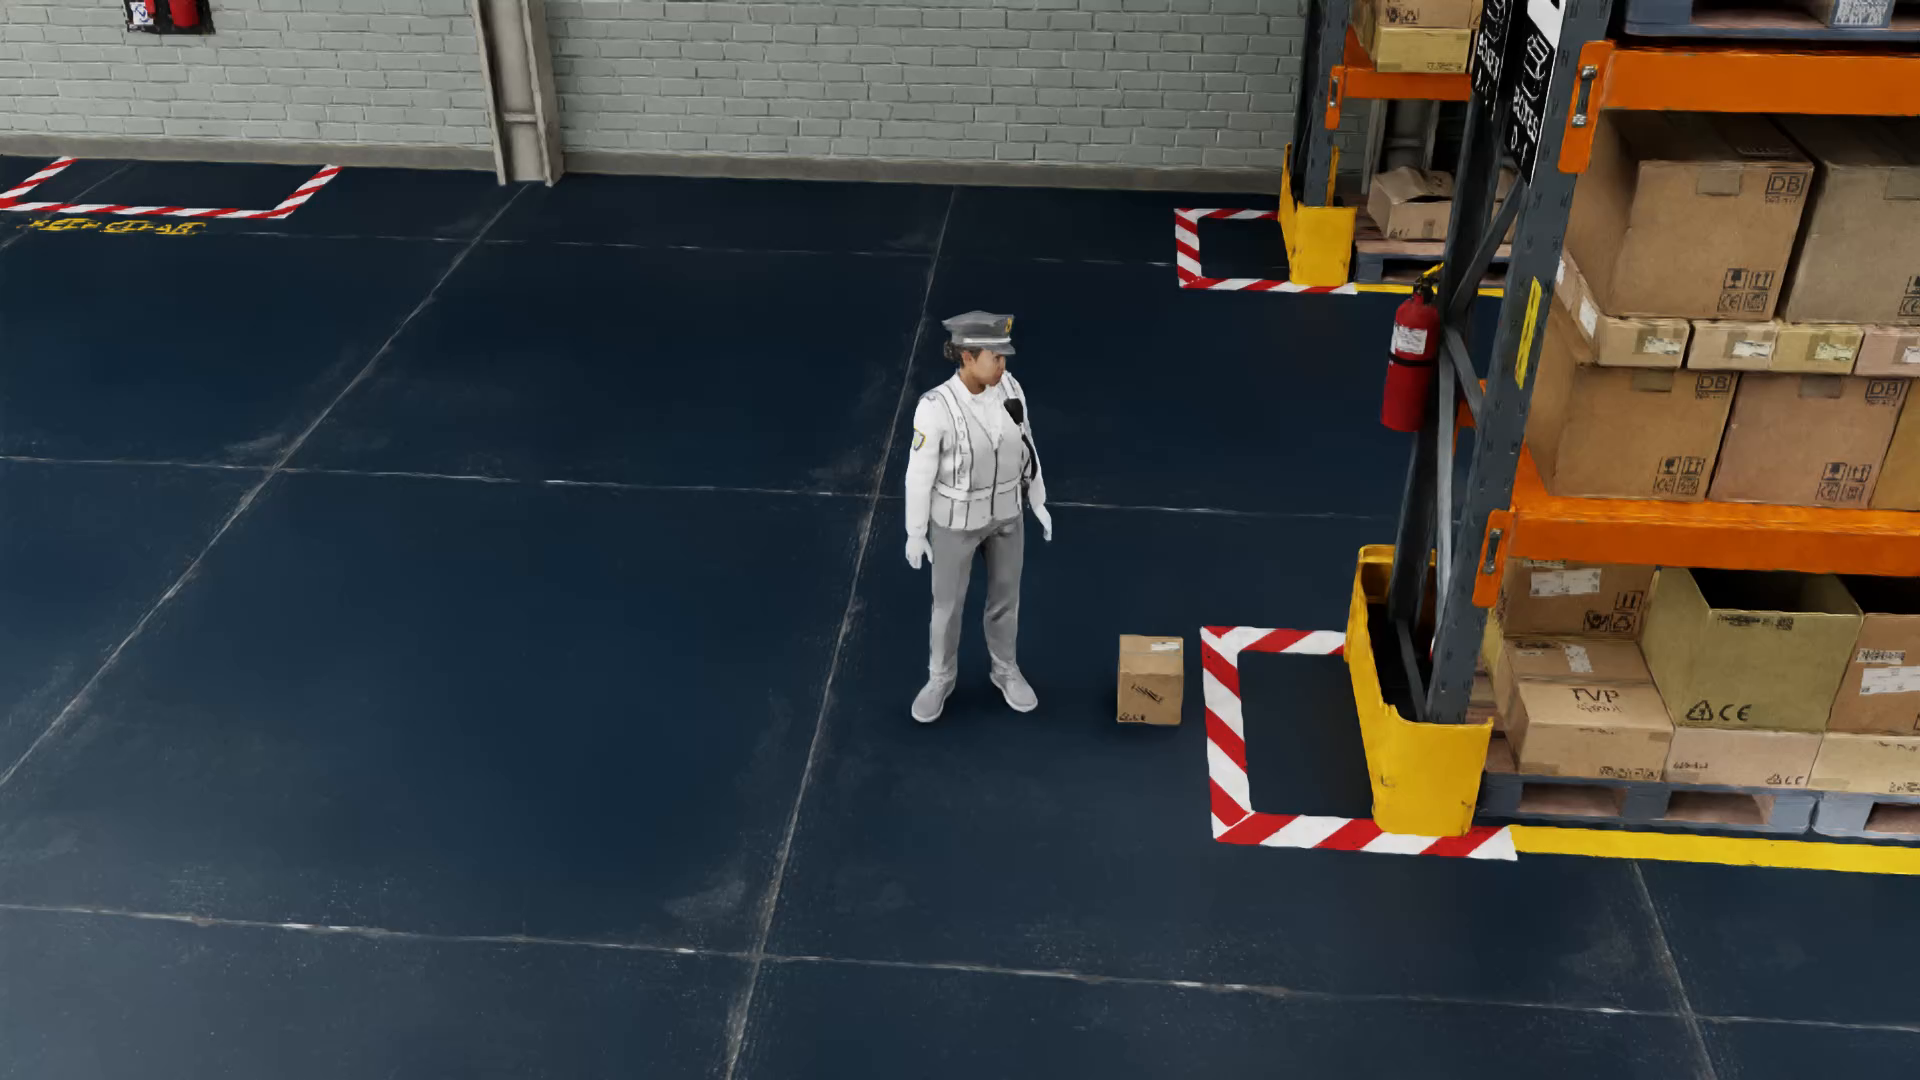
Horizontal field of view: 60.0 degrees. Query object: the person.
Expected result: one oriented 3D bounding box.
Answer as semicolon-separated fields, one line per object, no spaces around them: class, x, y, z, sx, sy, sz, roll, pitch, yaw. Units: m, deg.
person;0.074;-0.069;6.195;0.581;1.679;0.359;-16;35;-23
